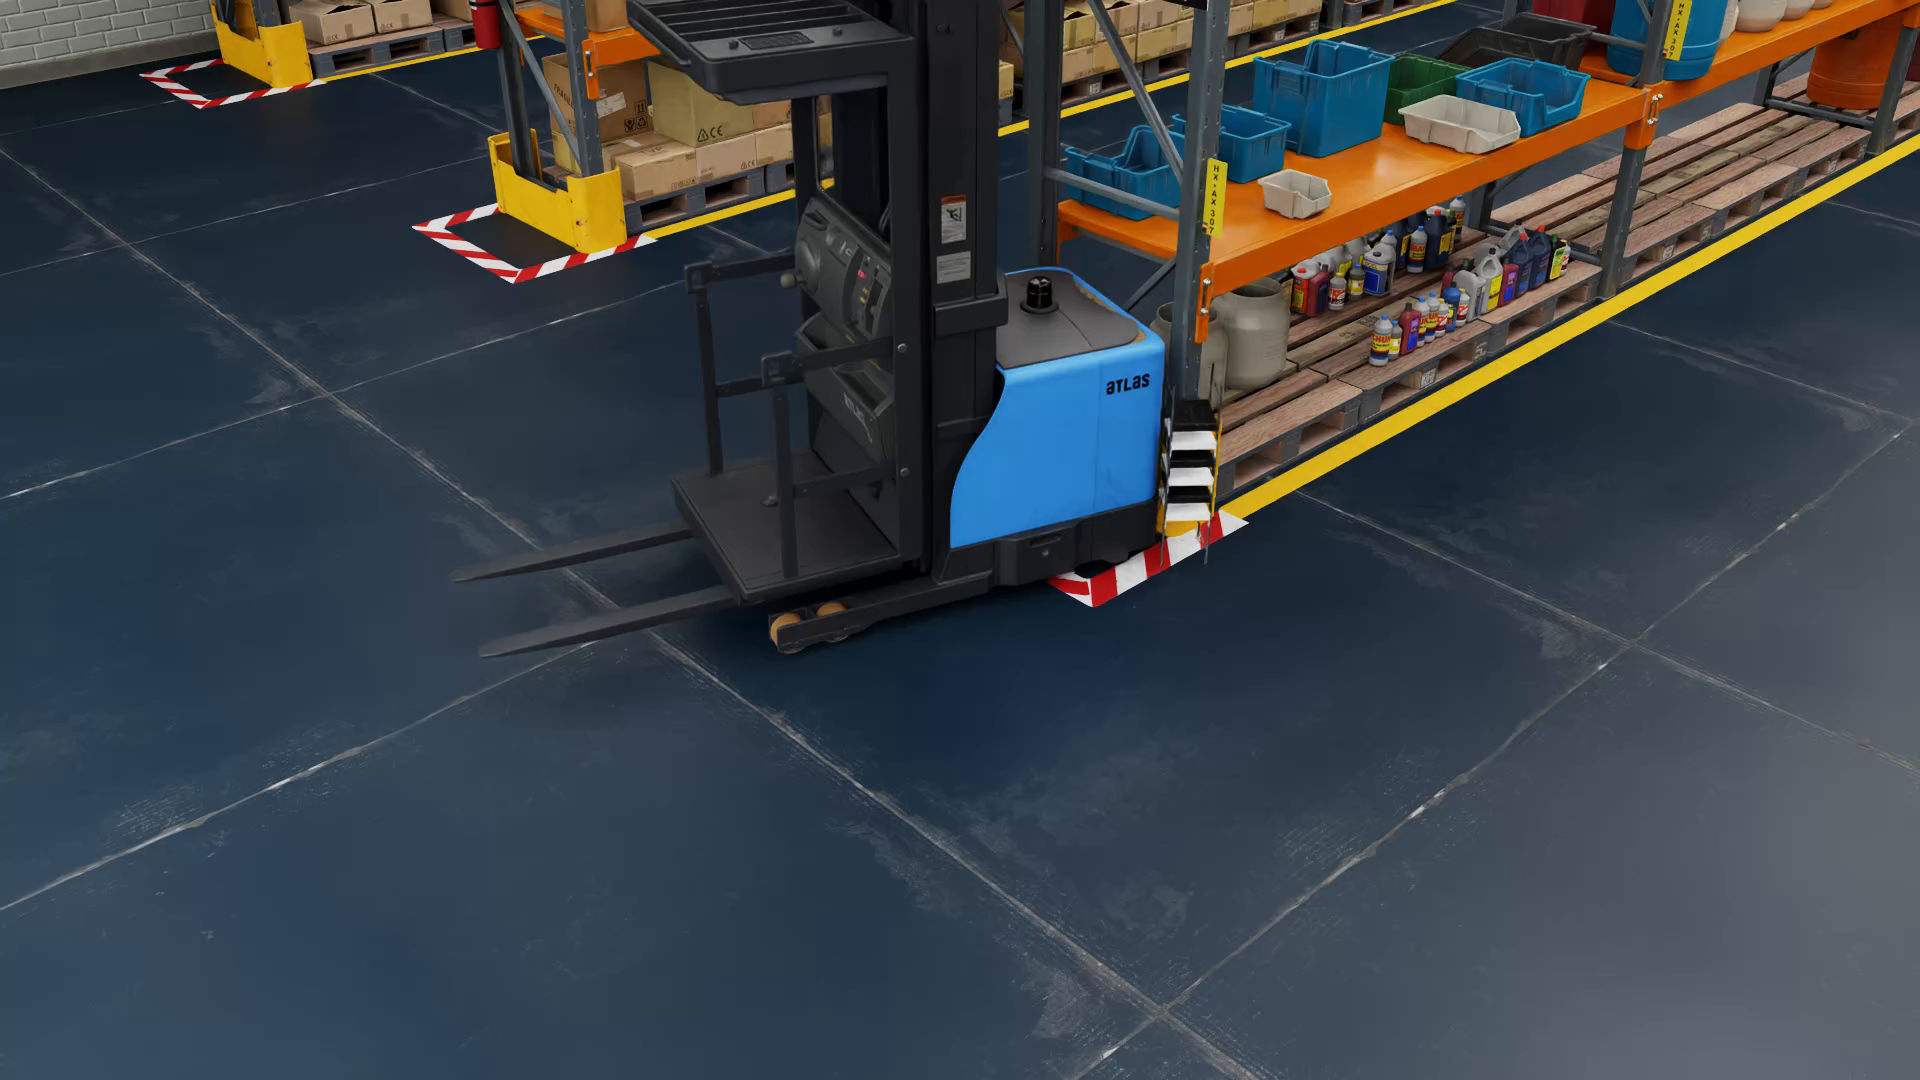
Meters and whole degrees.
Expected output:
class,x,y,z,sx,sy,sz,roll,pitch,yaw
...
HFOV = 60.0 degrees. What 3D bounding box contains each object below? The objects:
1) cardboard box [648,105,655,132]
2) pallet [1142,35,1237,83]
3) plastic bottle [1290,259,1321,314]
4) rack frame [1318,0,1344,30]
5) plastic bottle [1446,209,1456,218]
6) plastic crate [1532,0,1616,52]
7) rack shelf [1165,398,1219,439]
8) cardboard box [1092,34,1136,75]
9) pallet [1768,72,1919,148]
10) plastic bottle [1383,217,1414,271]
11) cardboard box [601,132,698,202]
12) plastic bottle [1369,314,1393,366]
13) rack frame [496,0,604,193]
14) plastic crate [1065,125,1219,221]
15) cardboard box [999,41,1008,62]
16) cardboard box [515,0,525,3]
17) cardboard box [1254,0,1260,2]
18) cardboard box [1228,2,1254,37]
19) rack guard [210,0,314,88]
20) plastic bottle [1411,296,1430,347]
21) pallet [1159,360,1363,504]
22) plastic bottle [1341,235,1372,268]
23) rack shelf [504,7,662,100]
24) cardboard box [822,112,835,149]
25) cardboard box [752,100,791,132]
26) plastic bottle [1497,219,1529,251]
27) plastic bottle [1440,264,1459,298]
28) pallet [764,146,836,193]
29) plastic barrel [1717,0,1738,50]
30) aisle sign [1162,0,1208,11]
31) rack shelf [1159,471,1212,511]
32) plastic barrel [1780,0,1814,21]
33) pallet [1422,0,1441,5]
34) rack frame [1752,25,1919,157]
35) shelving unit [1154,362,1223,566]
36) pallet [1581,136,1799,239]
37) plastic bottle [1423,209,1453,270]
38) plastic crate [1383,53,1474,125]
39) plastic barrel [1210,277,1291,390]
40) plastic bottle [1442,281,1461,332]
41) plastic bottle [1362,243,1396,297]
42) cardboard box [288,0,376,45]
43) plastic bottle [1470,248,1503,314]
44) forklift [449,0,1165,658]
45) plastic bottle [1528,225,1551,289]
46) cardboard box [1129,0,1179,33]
class,x,y,z,sx,sy,sz,roll,pitch,yaw
cardboard box,-2.122,-2.907,11.862,0.500,0.250,0.500,-26,40,-35
pallet,1.669,-4.356,14.671,1.213,0.211,1.003,-26,40,-35
plastic bottle,1.944,-1.443,9.424,0.135,0.276,0.152,-25,40,-35
rack frame,3.193,-6.253,15.101,0.127,3.000,1.000,-26,40,-35
plastic bottle,3.019,-1.951,10.325,0.097,0.201,0.097,0,31,0
plastic crate,3.772,-3.254,10.135,0.583,0.464,0.402,-26,40,-35
rack shelf,1.013,-0.534,7.306,0.200,0.077,0.258,-1,31,-2
cardboard box,1.100,-4.070,13.763,0.500,0.250,0.500,-25,39,-34
pallet,7.108,-3.463,13.211,1.213,0.211,1.003,-26,40,-35
plastic bottle,2.613,-1.801,9.938,0.144,0.351,0.185,27,41,37
cardboard box,-2.128,-2.527,11.240,0.500,0.250,0.500,-26,40,-35
plastic bottle,2.234,-1.067,8.813,0.097,0.271,0.097,0,31,0
rack frame,-2.673,-3.416,10.460,0.127,3.000,1.000,-26,40,-35
plastic crate,0.856,-1.748,7.876,0.616,0.251,0.499,-26,40,-35
cardboard box,0.367,-4.098,13.810,0.500,0.250,0.500,-26,40,-36
cardboard box,-4.297,-5.140,15.591,0.380,0.149,0.250,26,40,35
cardboard box,2.600,-5.032,14.799,0.500,0.311,0.500,-27,40,-36
cardboard box,2.227,-4.618,14.660,0.500,0.250,0.500,-25,39,-34
rack guard,-5.988,-4.270,14.253,0.348,0.500,1.175,-26,40,-35
plastic bottle,2.485,-1.189,9.012,0.097,0.271,0.097,0,31,0
pallet,1.315,-0.661,8.628,1.213,0.211,1.003,-26,40,-35
plastic bottle,2.301,-1.650,9.691,0.185,0.351,0.144,-26,40,-36
rack shelf,-1.206,-3.818,11.808,4.000,0.370,1.077,-26,40,-35
cardboard box,-1.027,-3.058,12.109,0.500,0.250,0.500,-26,40,-35
cardboard box,-1.405,-3.207,11.634,0.500,0.500,0.500,-26,40,-35
plastic bottle,3.251,-1.712,9.792,0.185,0.351,0.144,-26,40,-35
plastic bottle,2.777,-1.430,9.395,0.133,0.283,0.061,-26,40,-35
pallet,-1.246,-2.944,12.362,1.213,0.211,1.003,-26,40,-35
plastic barrel,4.476,-3.252,10.062,0.433,0.535,0.433,0,31,0
aisle sign,0.839,-2.491,6.456,0.004,0.787,0.394,-26,40,-35
rack shelf,1.013,-0.226,7.494,0.200,0.077,0.258,-1,31,-2
plastic barrel,5.331,-3.665,10.739,0.433,0.535,0.433,0,31,0
pallet,4.661,-5.744,16.942,1.213,0.211,1.003,-26,40,-35
rack frame,6.559,-4.357,12.000,0.127,3.000,1.000,-26,40,-35
shelving unit,1.013,-0.332,7.430,0.210,0.900,0.258,-1,31,-2
pallet,5.070,-2.477,11.598,1.213,0.211,1.003,-26,40,-35
plastic bottle,2.849,-1.813,9.957,0.185,0.351,0.144,-26,40,-35
plastic crate,2.438,-2.474,9.124,0.662,0.188,0.450,-26,40,-35
plastic barrel,1.491,-1.078,8.619,0.421,0.512,0.421,0,31,0
plastic bottle,2.707,-1.296,9.188,0.097,0.271,0.097,0,31,0
plastic bottle,2.420,-1.571,9.633,0.135,0.276,0.152,-26,40,-35
cardboard box,-5.475,-4.561,14.489,0.500,0.311,0.500,24,39,34
plastic bottle,2.972,-1.474,9.403,0.185,0.351,0.144,-26,40,-36
forklift,-0.664,-1.090,6.722,3.031,2.935,1.130,-14,34,-21
plastic bottle,3.349,-1.657,9.702,0.185,0.351,0.144,-27,41,-37
cardboard box,1.482,-4.491,13.914,0.500,0.311,0.500,-27,41,-37
